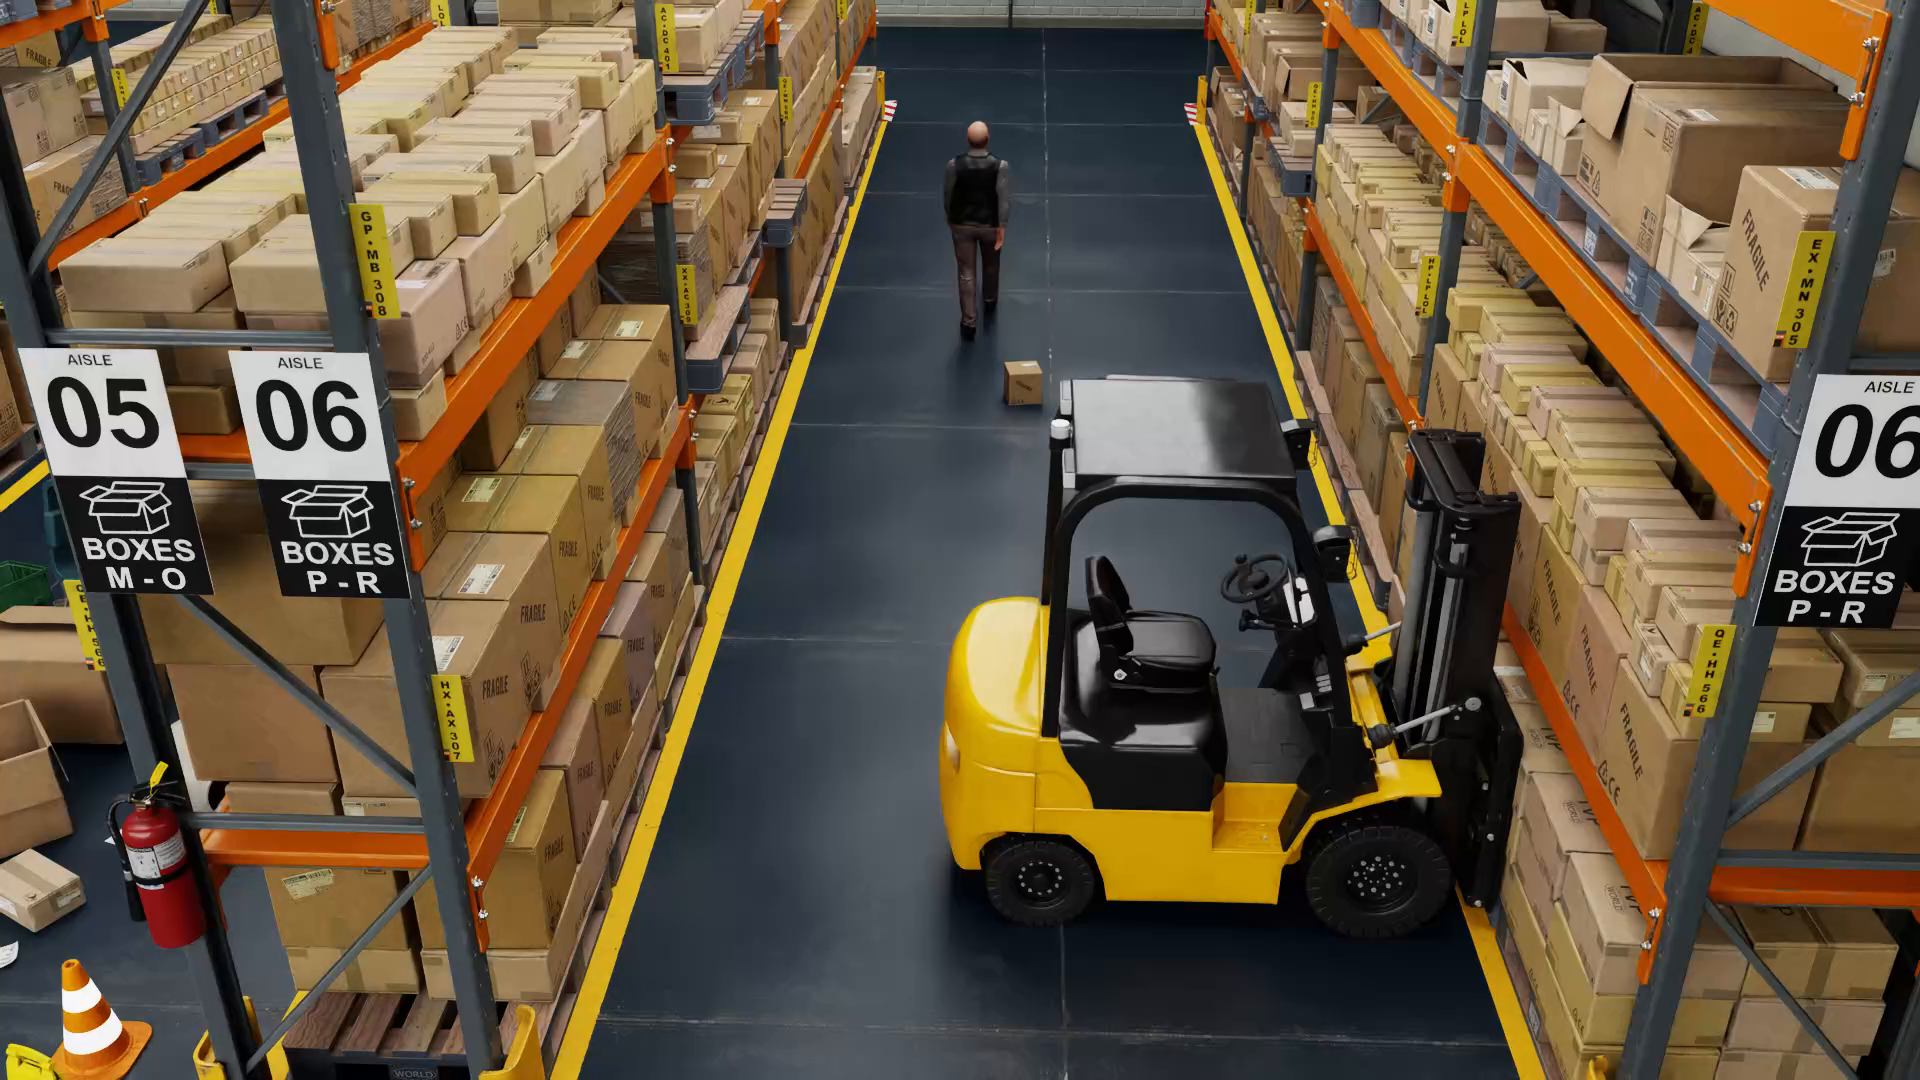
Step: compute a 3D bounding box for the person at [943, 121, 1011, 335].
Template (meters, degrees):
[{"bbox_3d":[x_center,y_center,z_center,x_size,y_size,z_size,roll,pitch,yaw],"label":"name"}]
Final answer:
[{"bbox_3d":[0.130,-2.617,13.588,0.543,1.665,0.993,-1,28,-1],"label":"person"}]
